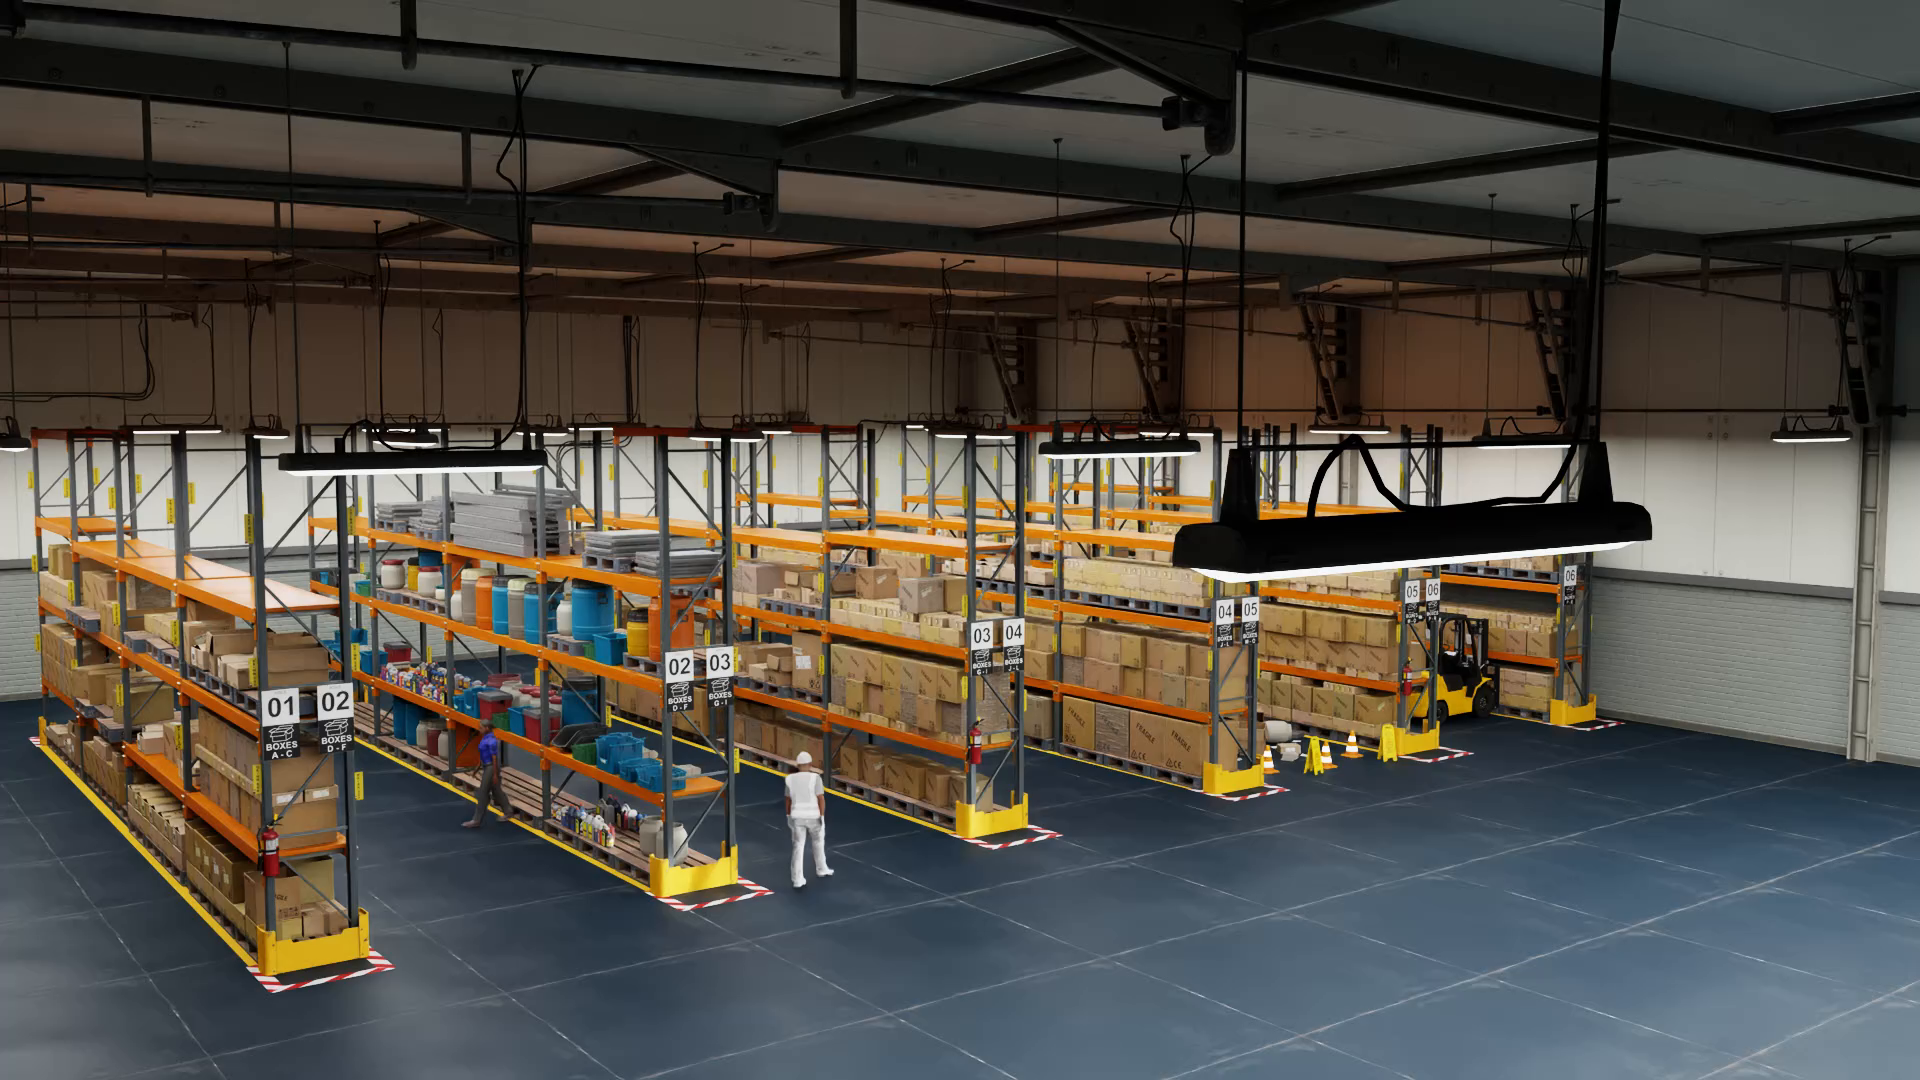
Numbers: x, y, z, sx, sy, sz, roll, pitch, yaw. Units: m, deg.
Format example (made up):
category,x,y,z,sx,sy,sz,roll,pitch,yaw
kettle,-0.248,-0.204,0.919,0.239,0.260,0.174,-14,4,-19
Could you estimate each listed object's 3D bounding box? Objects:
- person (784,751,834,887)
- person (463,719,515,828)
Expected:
category,x,y,z,sx,sy,sz,roll,pitch,yaw
person,-2.061,3.700,22.250,0.577,1.741,0.942,1,5,11
person,-7.204,3.529,25.357,0.803,1.635,0.464,-2,5,-22
